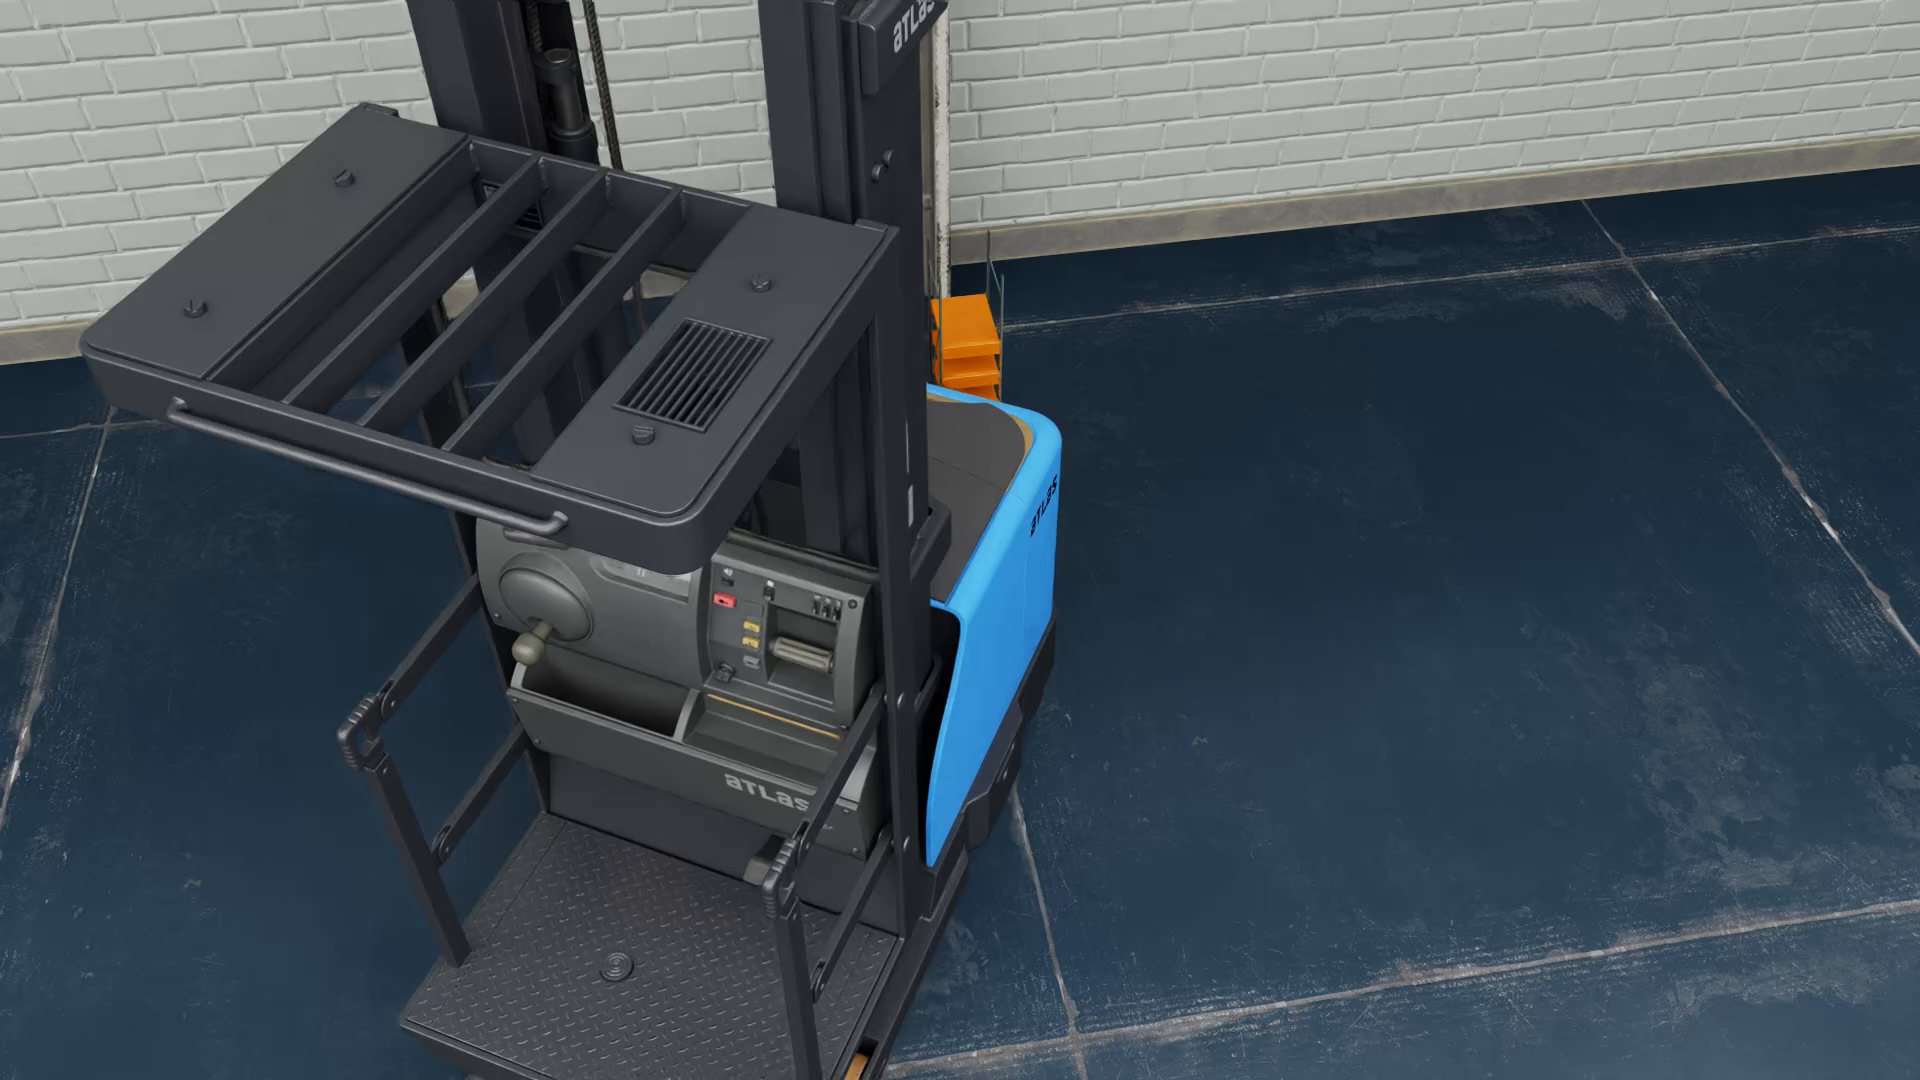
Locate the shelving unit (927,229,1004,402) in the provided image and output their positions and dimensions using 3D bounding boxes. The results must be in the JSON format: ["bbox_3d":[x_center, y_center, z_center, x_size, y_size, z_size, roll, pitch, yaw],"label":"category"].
[{"bbox_3d":[0.014,-0.418,5.320,0.189,1.200,0.258,-7,46,-7],"label":"shelving unit"}]

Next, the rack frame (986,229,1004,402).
[{"bbox_3d":[0.104,-0.429,5.330,0.006,1.200,0.240,-7,46,-7],"label":"rack frame"}]

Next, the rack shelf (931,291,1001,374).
[{"bbox_3d":[0.014,-0.637,5.092,0.180,0.103,0.258,-7,46,-7],"label":"rack shelf"}]

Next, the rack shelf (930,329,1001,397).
[{"bbox_3d":[0.014,-0.554,5.179,0.180,0.103,0.258,-7,46,-7],"label":"rack shelf"}]

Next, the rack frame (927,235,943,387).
[{"bbox_3d":[-0.076,-0.407,5.309,0.006,1.200,0.240,-7,46,-7],"label":"rack frame"}]

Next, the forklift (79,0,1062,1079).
[{"bbox_3d":[-0.717,0.248,3.476,1.130,2.935,3.031,16,48,15],"label":"forklift"}]

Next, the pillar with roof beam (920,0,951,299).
[{"bbox_3d":[0.477,-1.083,0.545,0.400,9.000,9.100,-7,46,-7],"label":"pillar with roof beam"}]

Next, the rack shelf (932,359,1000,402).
[{"bbox_3d":[0.014,-0.471,5.265,0.180,0.103,0.258,-7,46,-7],"label":"rack shelf"}]
